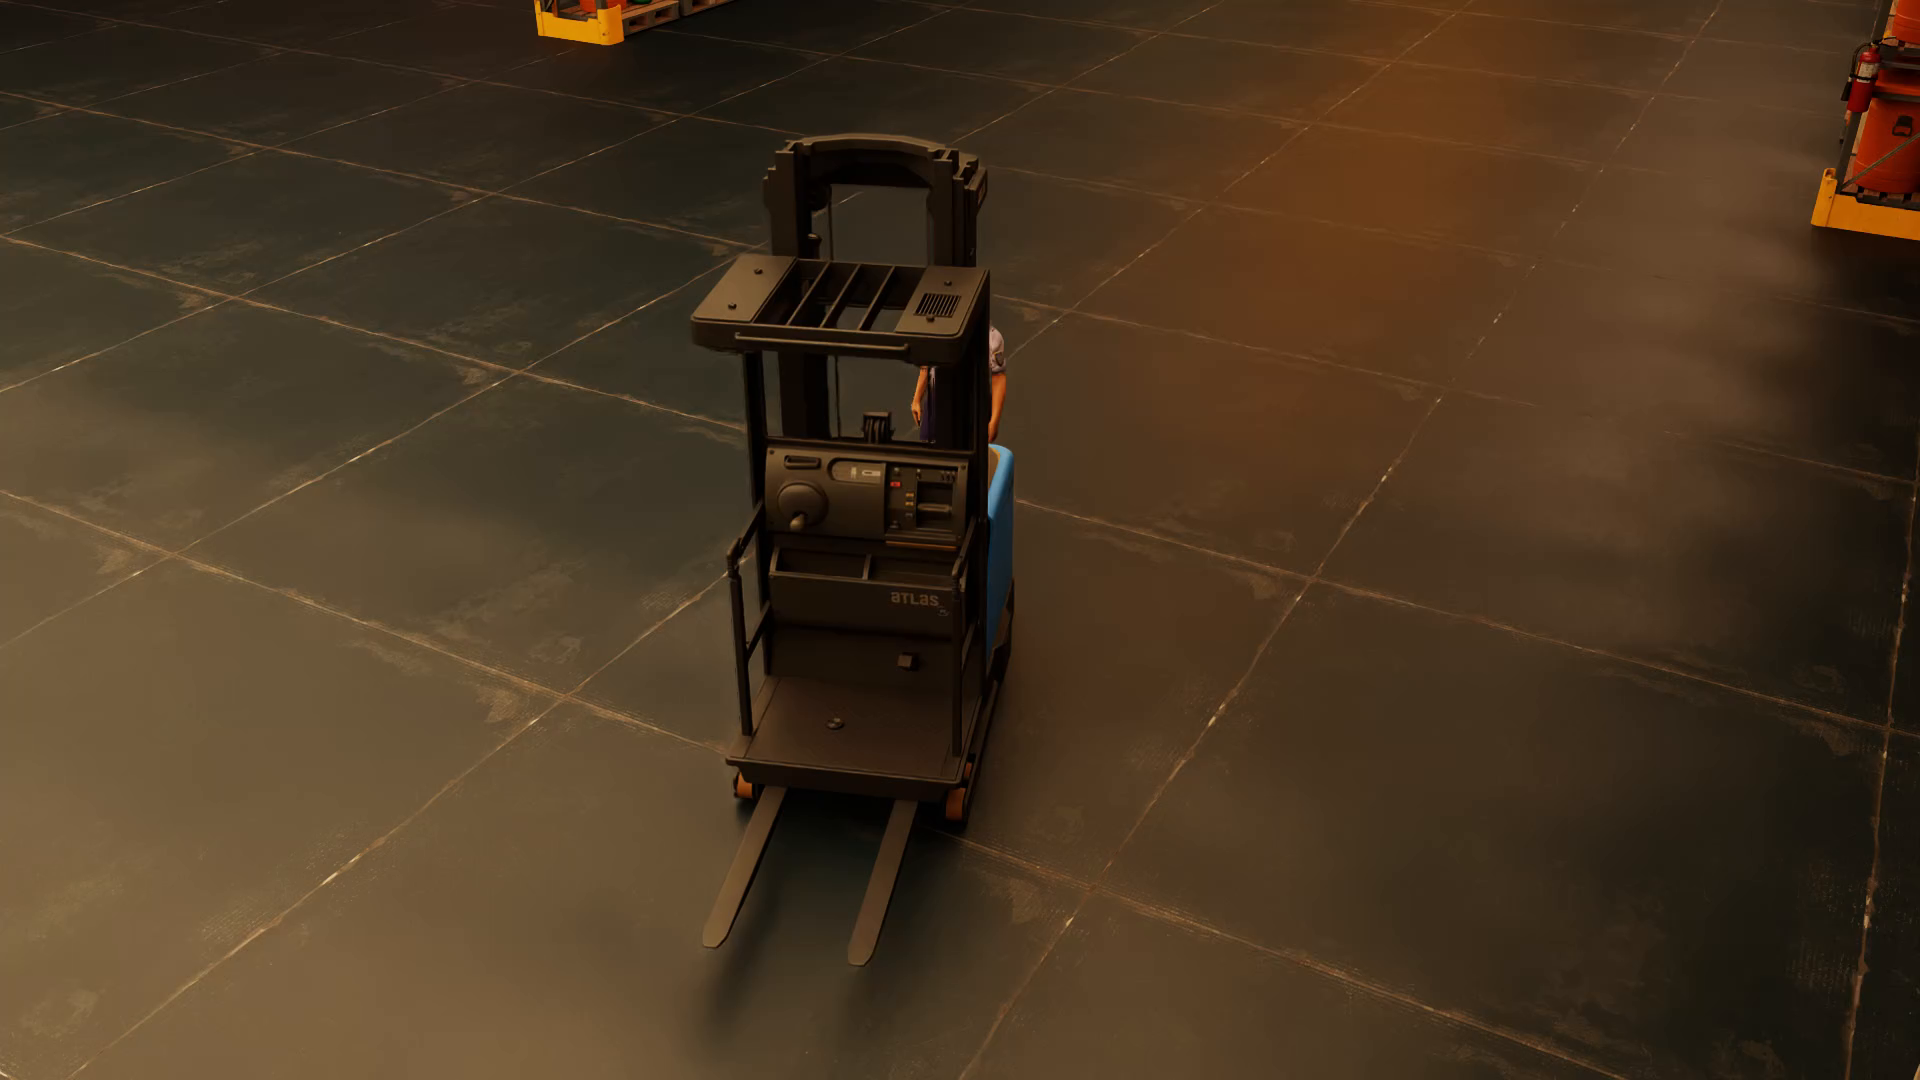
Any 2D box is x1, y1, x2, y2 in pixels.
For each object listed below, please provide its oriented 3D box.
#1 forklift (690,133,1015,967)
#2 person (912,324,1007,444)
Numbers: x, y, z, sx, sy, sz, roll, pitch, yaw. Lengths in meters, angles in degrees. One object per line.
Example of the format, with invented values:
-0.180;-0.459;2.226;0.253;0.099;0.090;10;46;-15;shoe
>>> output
-0.458;-0.154;7.338;1.130;2.935;3.031;5;30;8;forklift
-0.064;-0.681;9.527;0.598;1.653;0.499;16;33;25;person
